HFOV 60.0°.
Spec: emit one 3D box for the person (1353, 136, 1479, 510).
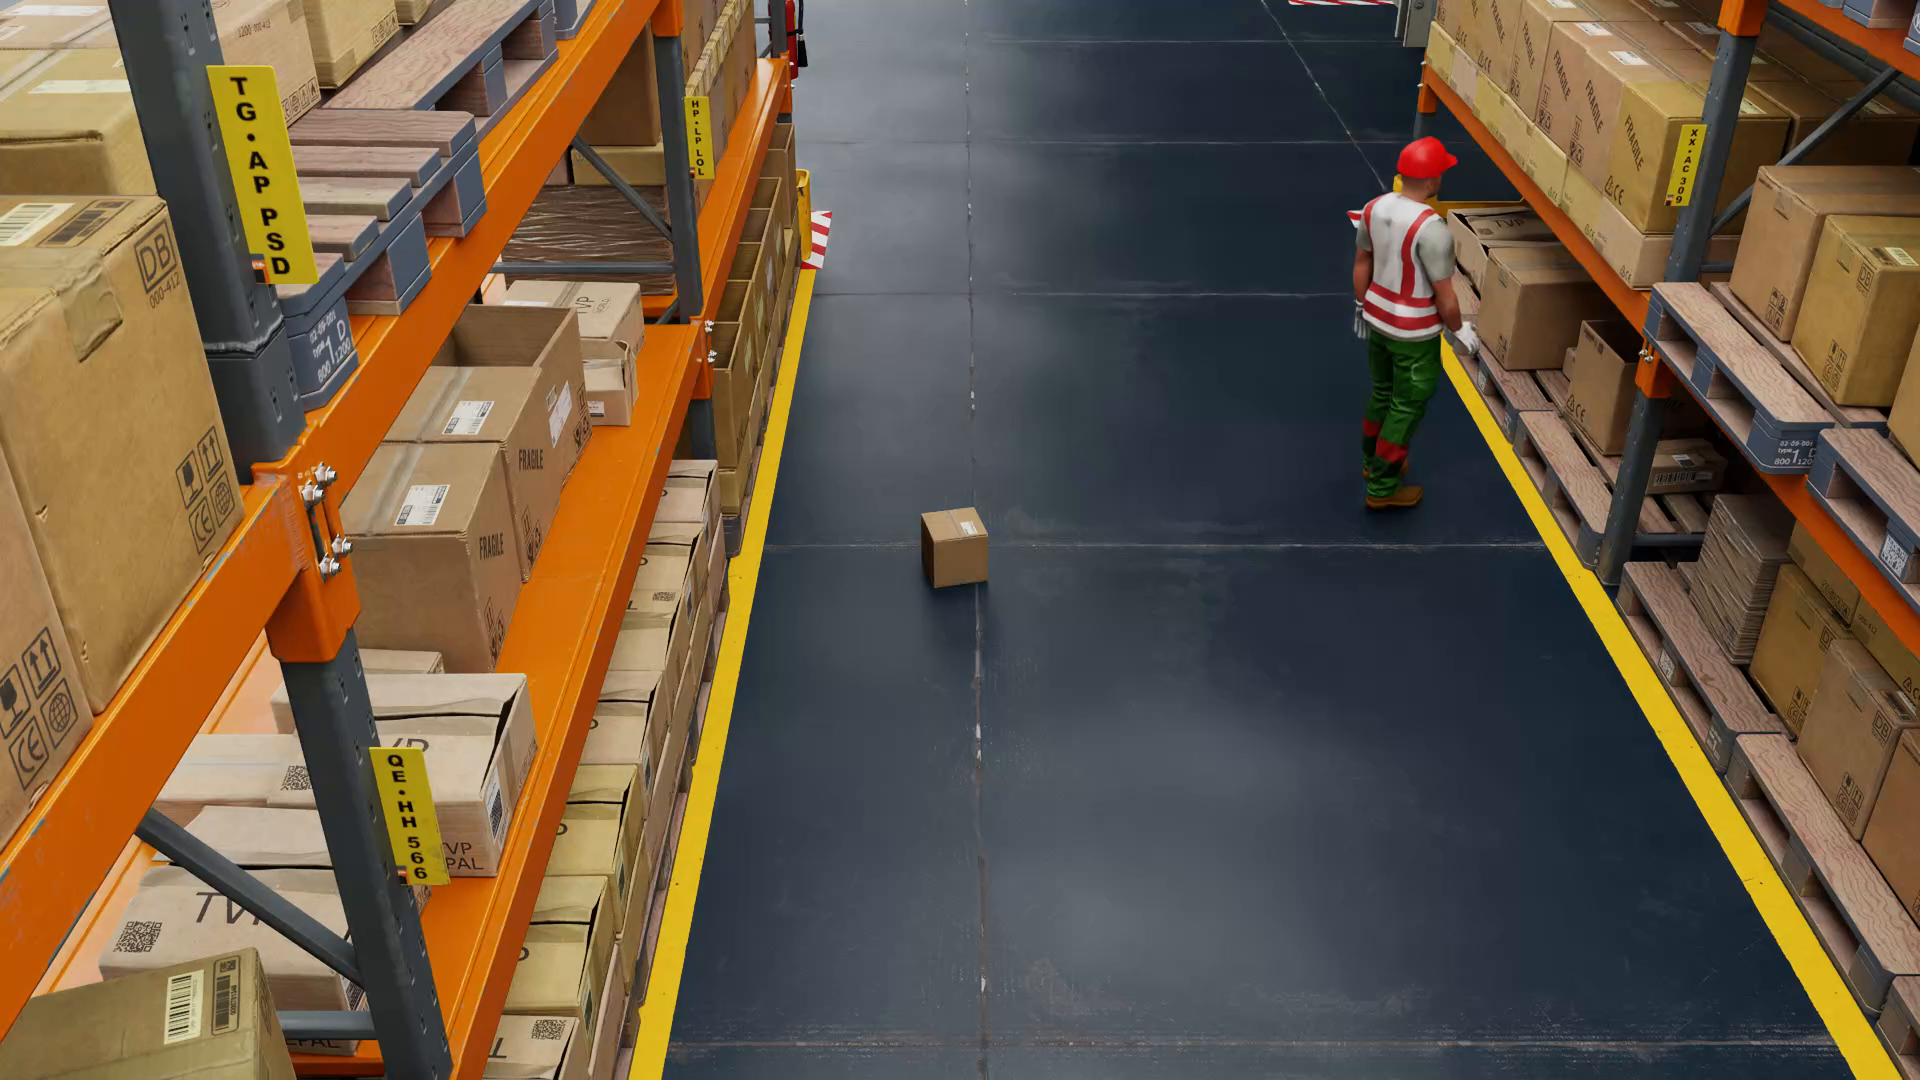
[{"bbox_3d":[2.120,-1.004,7.749,0.500,1.805,0.586,-14,34,-22],"label":"person"}]
